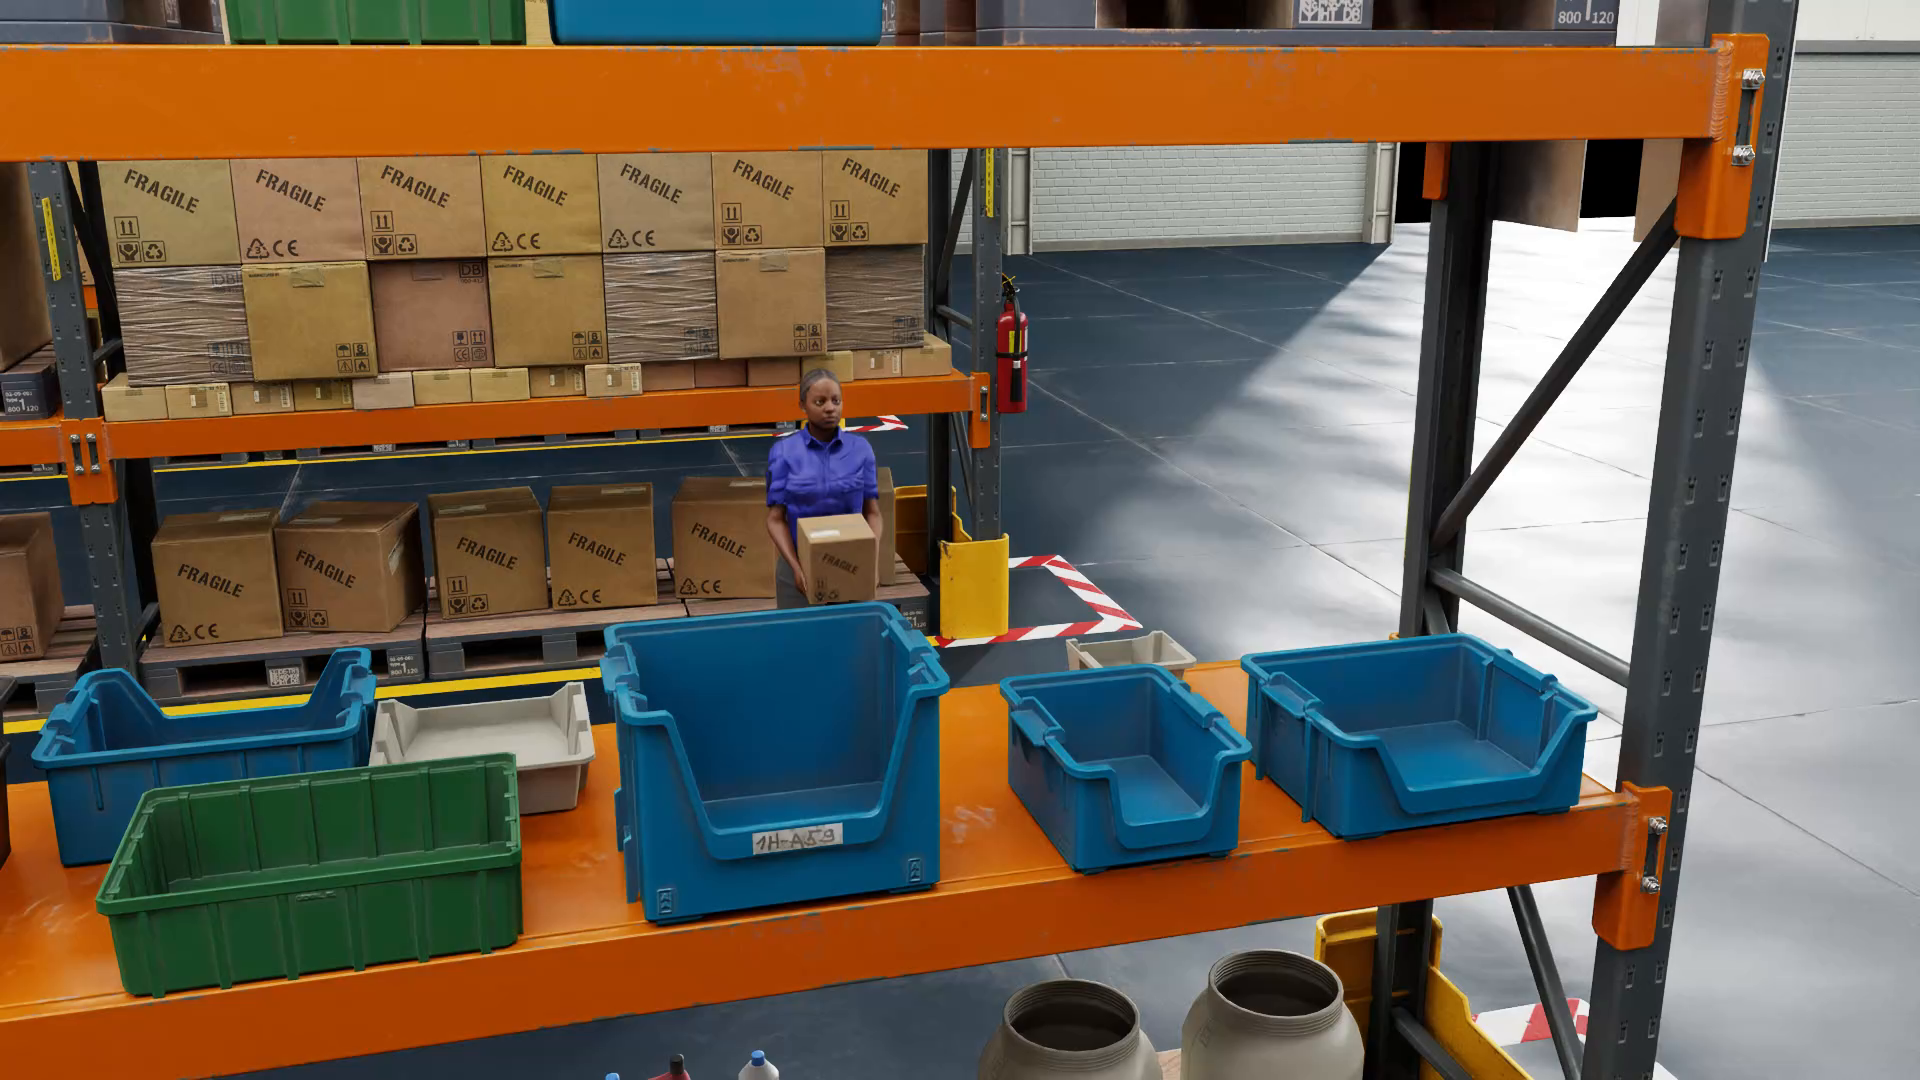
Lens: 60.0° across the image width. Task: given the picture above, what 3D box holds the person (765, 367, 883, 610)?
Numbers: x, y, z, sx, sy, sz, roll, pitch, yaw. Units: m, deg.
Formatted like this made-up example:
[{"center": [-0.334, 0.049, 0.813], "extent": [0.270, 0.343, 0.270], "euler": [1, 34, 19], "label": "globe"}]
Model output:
[{"center": [-0.507, 0.176, 6.434], "extent": [0.460, 1.653, 0.500], "euler": [-5, 17, -15], "label": "person"}]
